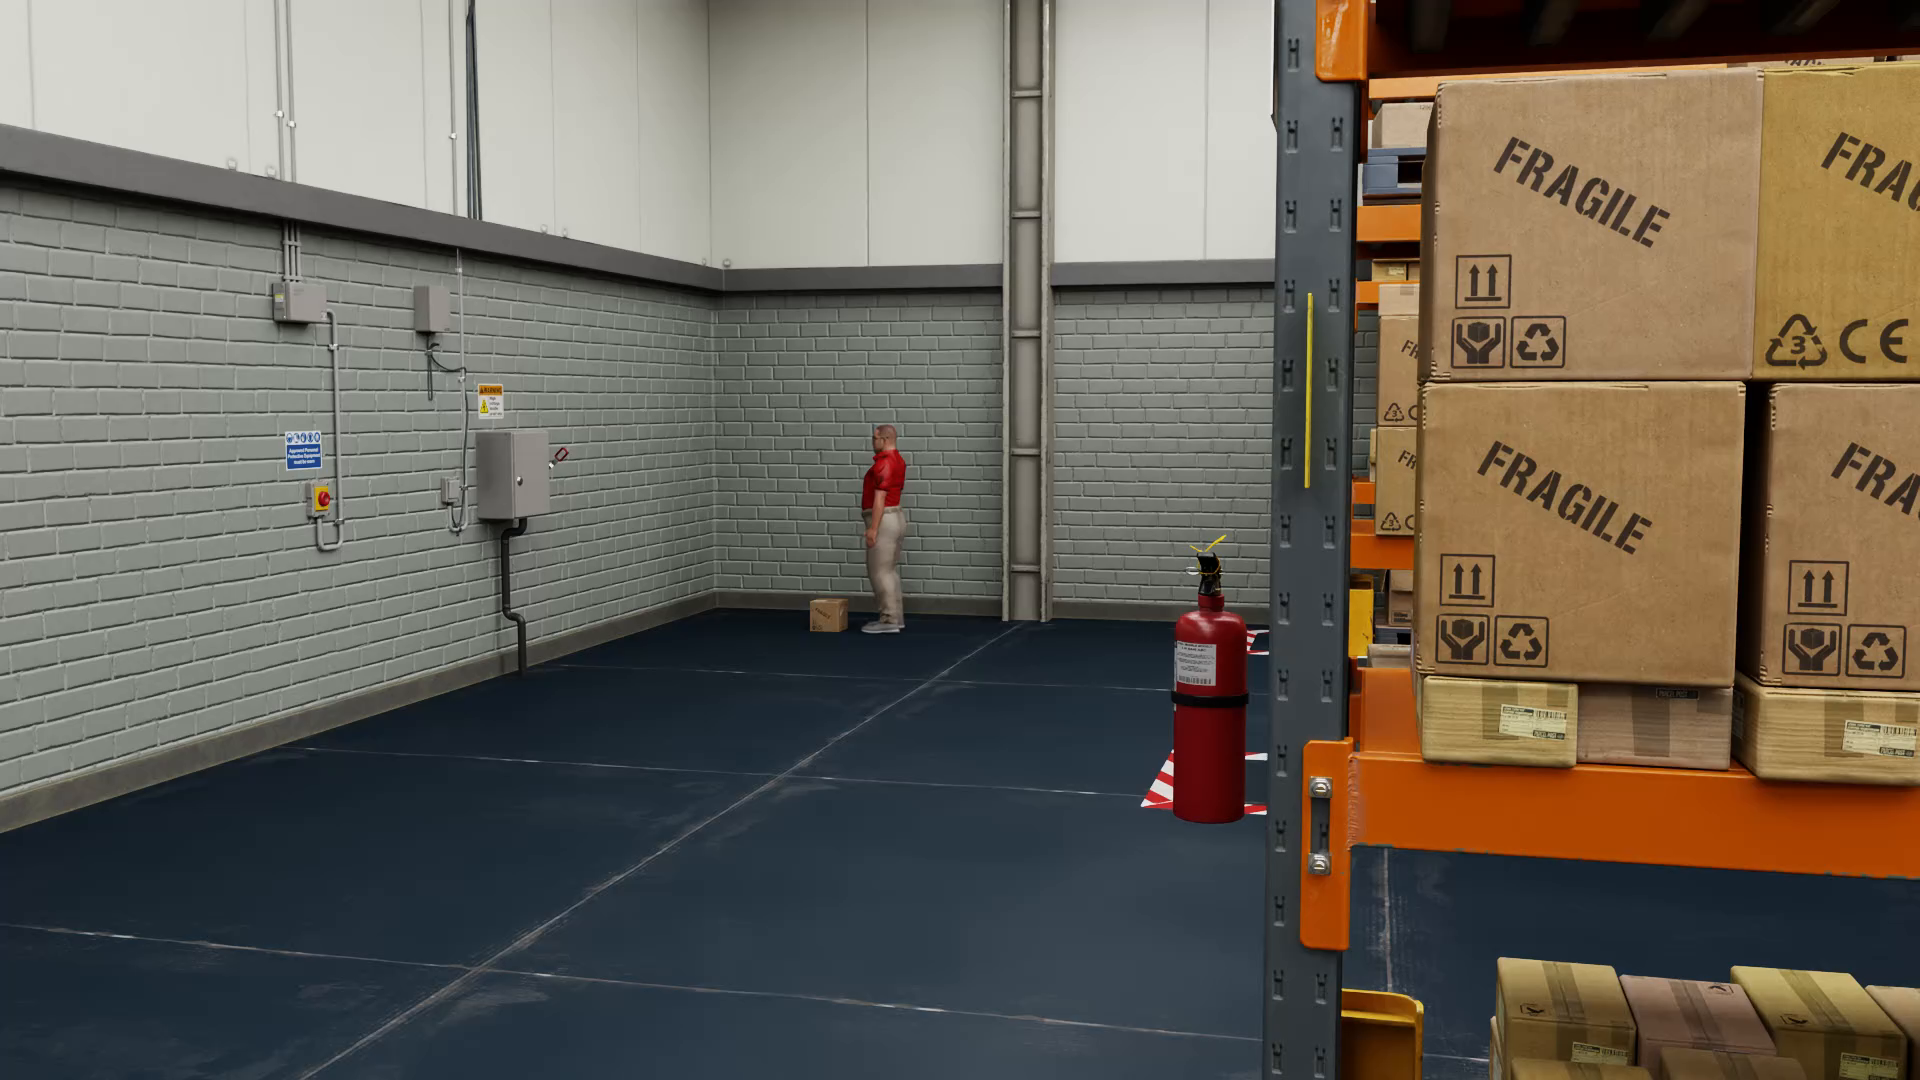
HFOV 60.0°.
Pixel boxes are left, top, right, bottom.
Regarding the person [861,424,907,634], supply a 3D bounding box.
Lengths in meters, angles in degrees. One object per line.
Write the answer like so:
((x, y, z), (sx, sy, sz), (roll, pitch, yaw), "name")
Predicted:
((-0.648, -0.093, 13.764), (0.366, 1.725, 0.527), (1, 5, 15), "person")
